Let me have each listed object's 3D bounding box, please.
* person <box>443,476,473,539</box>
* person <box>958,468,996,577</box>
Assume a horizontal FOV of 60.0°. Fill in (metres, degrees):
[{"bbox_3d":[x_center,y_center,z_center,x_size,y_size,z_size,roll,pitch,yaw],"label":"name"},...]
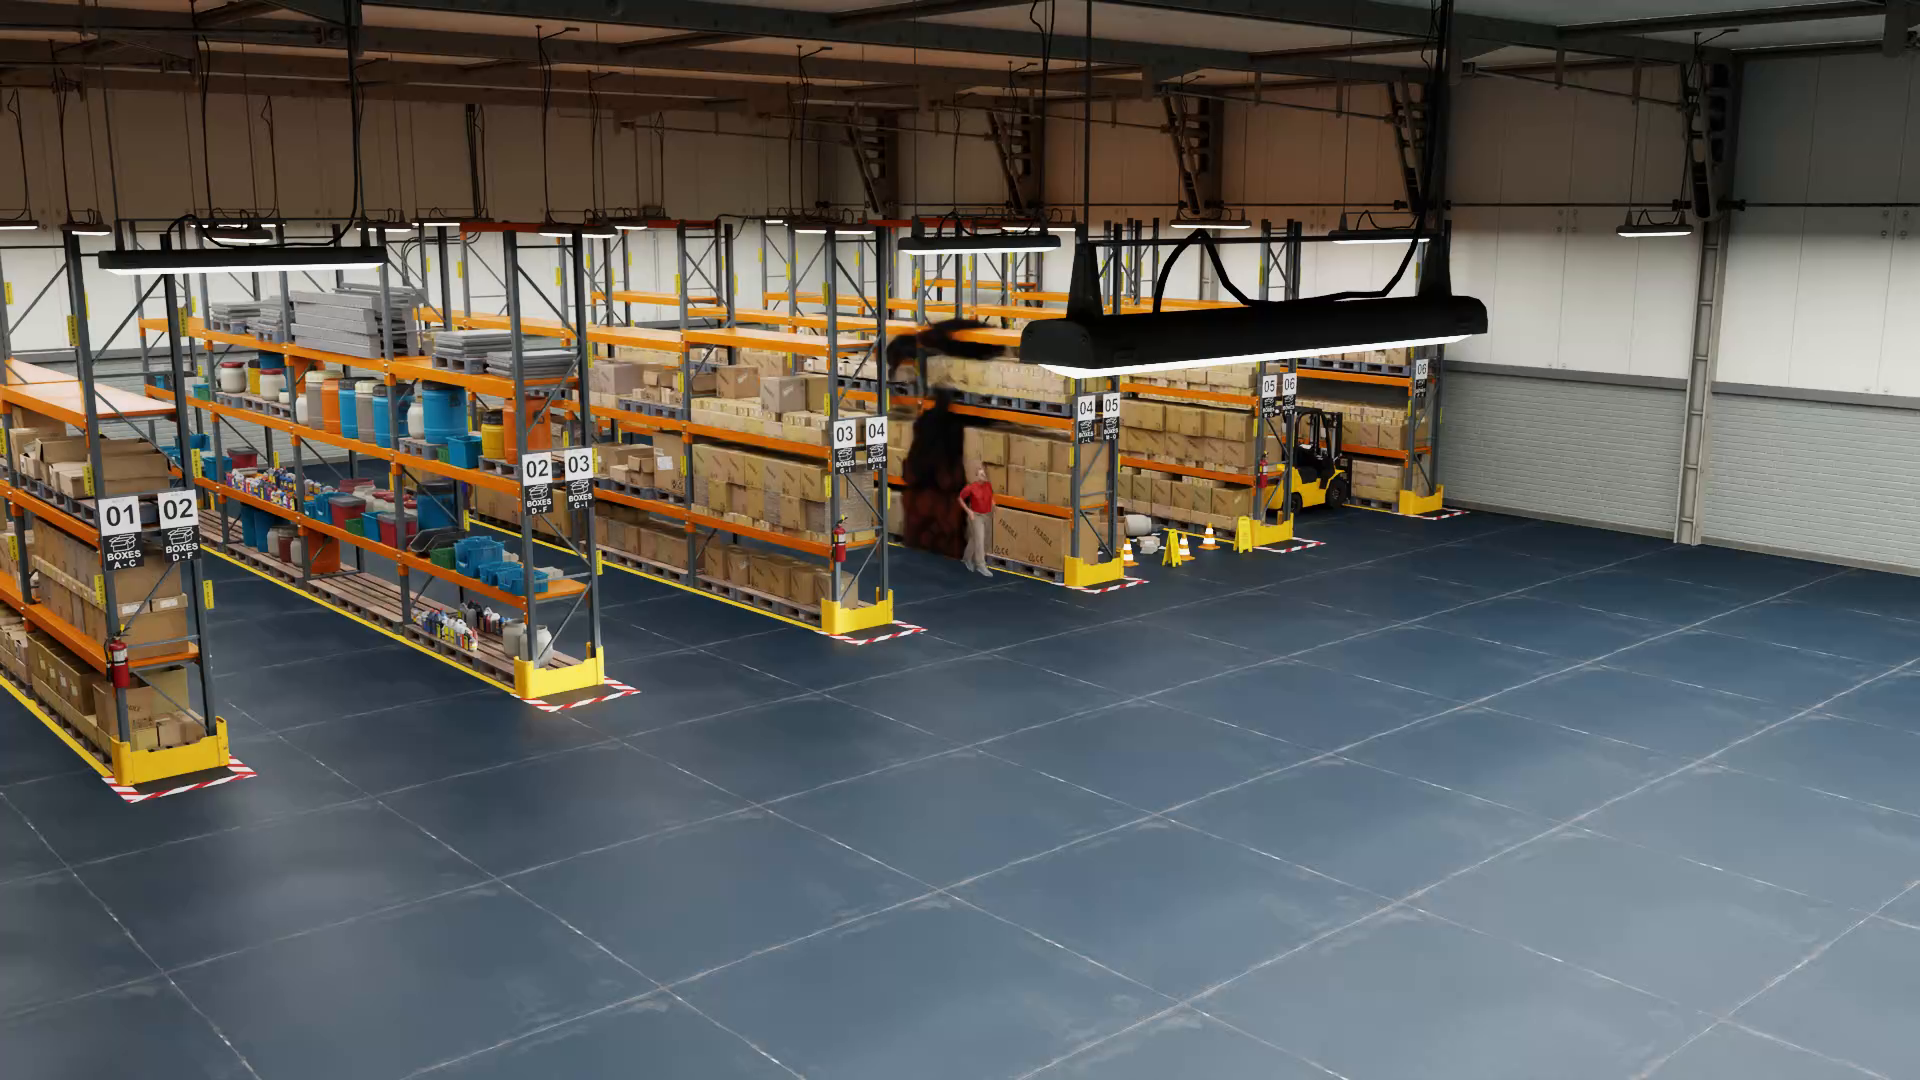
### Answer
[{"bbox_3d":[-9.463,-0.733,31.383,0.585,1.650,0.727,-10,15,-41],"label":"person"},{"bbox_3d":[0.305,-0.317,27.634,0.802,1.790,0.647,11,16,43],"label":"person"}]
